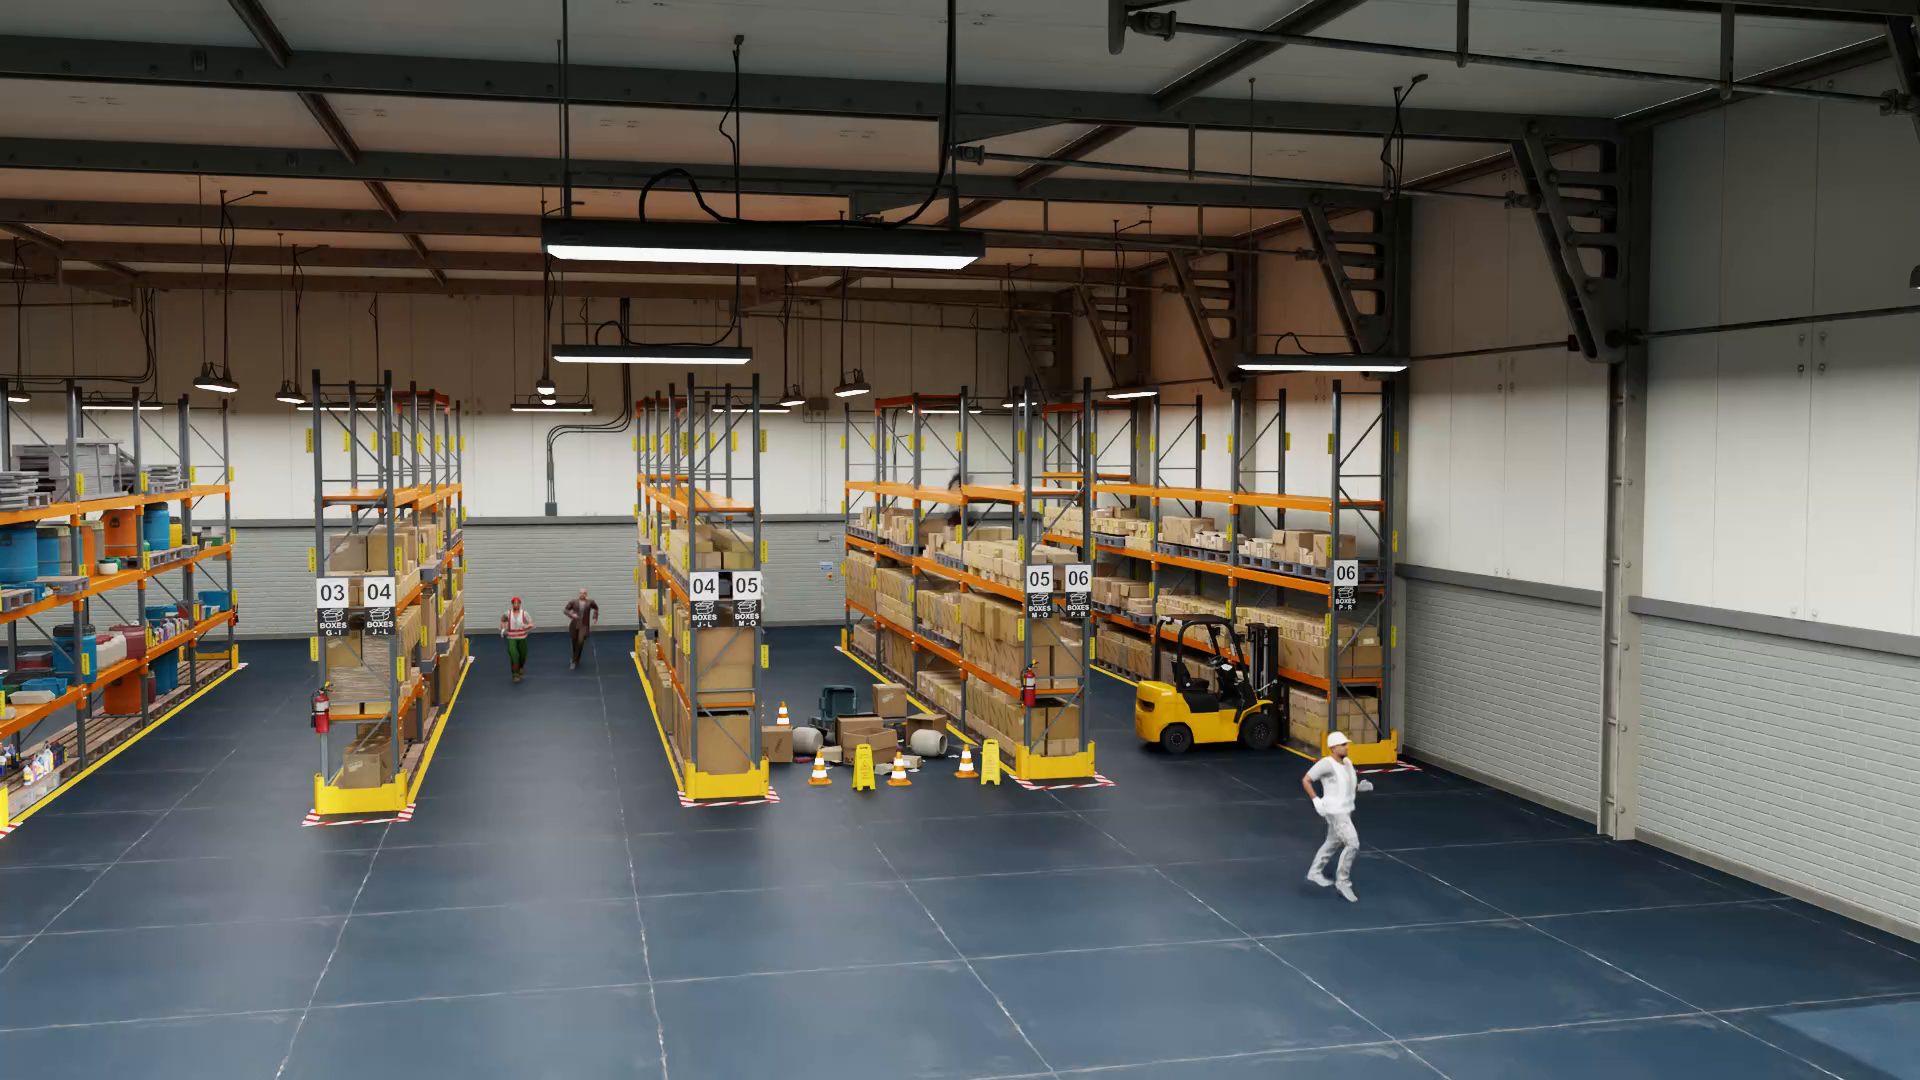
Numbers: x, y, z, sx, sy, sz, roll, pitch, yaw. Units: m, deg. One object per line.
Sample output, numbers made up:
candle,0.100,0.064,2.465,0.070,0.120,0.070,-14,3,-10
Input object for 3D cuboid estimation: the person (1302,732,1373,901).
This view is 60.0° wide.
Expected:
person,4.190,3.047,18.418,0.770,1.841,0.657,2,4,35

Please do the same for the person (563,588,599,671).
person,-8.483,1.968,37.188,0.737,1.798,0.992,0,3,-5

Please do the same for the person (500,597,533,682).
person,-9.332,2.078,35.017,0.665,1.768,0.980,-1,3,-17
